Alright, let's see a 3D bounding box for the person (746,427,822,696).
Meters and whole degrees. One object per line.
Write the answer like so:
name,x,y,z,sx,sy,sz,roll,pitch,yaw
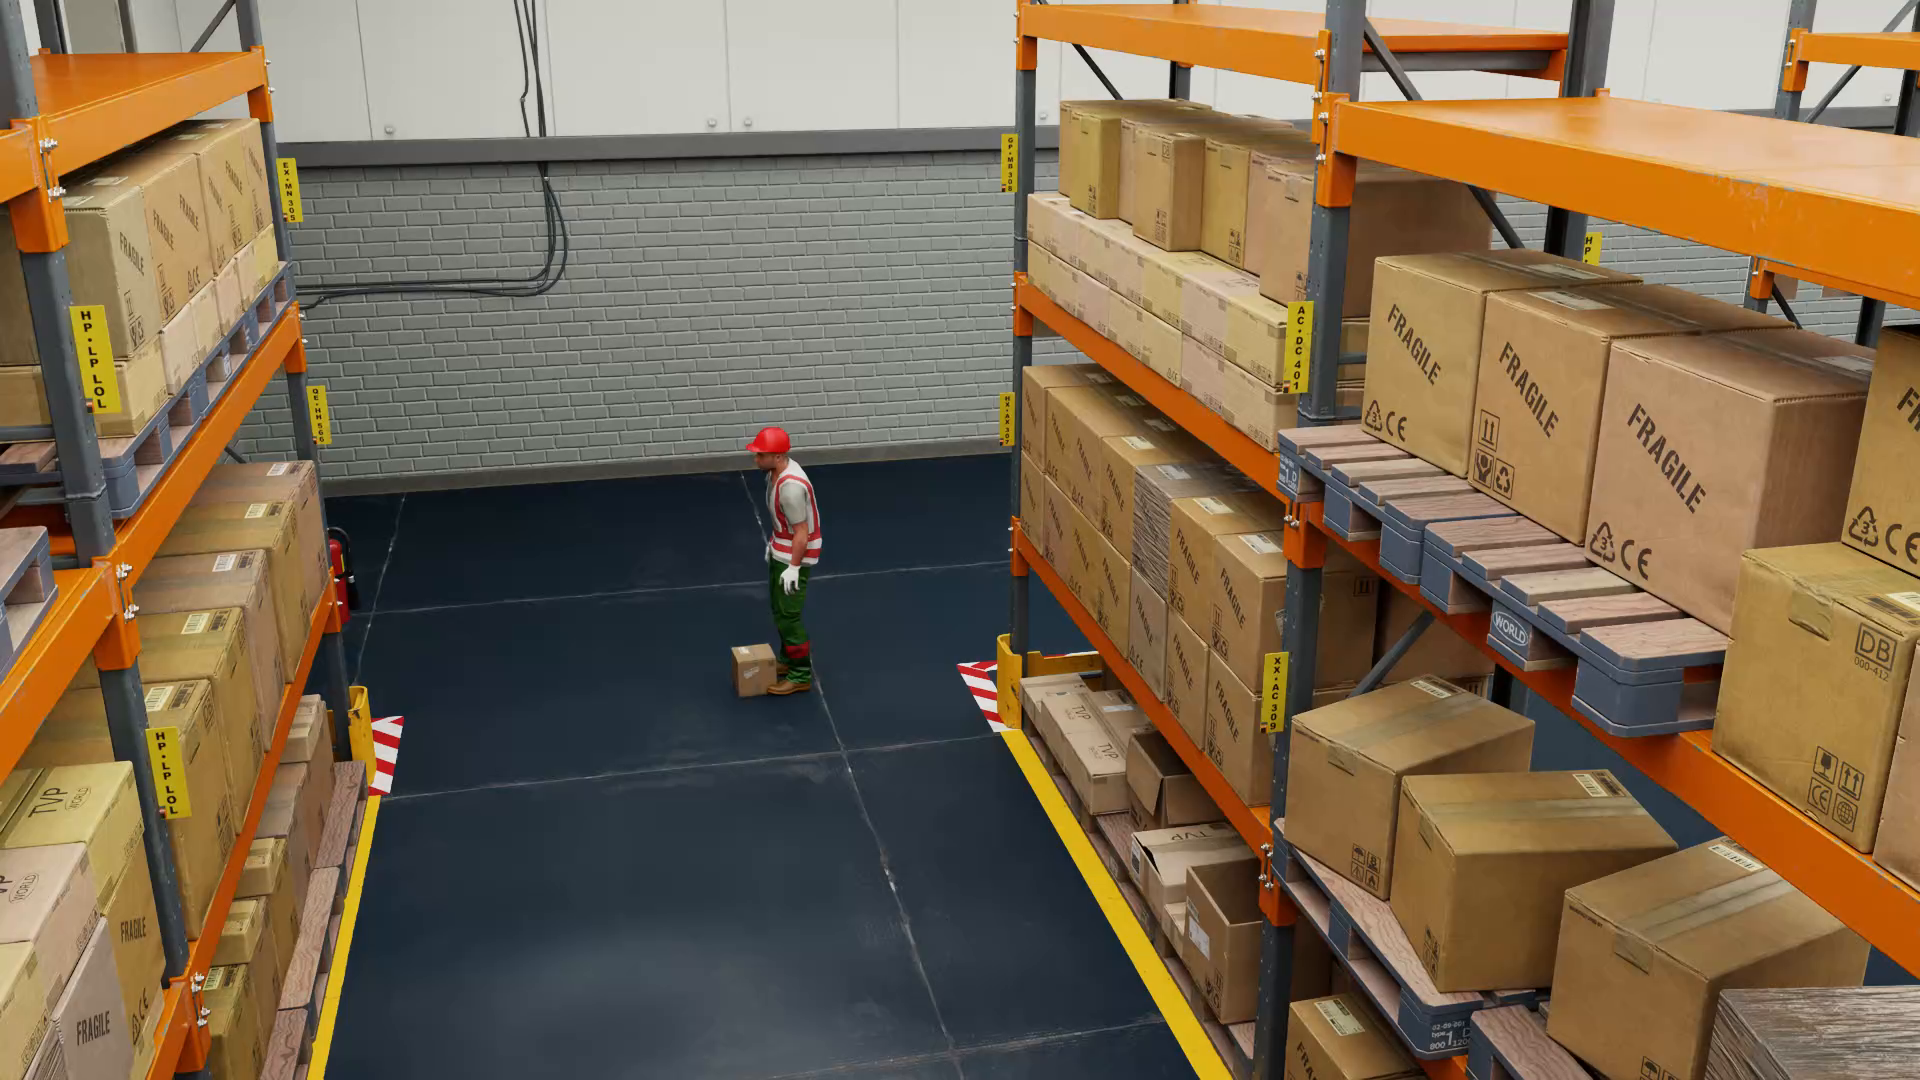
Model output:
person,-1.128,0.121,10.707,0.451,1.778,0.611,-6,20,-16
